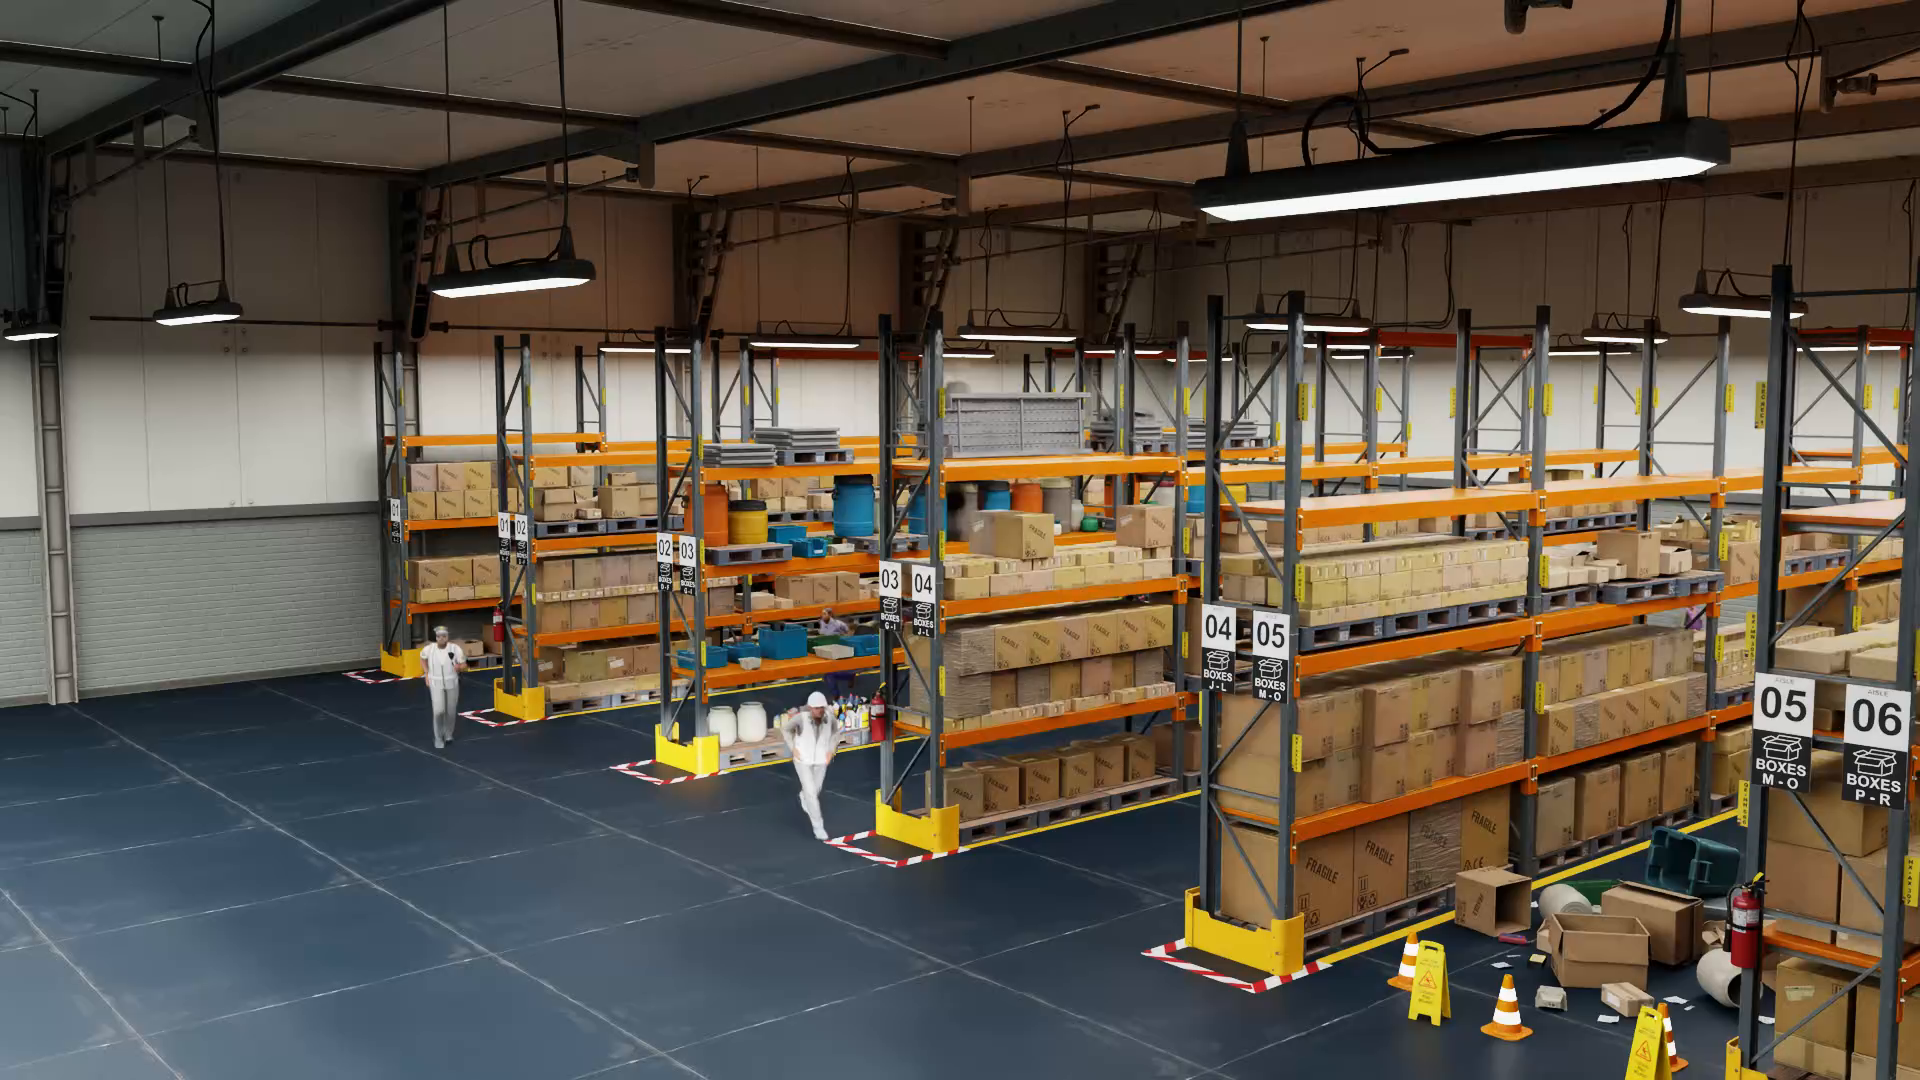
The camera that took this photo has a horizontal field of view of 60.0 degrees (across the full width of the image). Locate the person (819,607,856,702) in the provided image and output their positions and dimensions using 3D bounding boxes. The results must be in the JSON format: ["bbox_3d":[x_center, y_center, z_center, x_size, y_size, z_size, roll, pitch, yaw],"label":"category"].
[{"bbox_3d":[-2.052,1.879,27.621,0.561,1.594,0.713,5,7,41],"label":"person"}]

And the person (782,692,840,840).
[{"bbox_3d":[-1.753,2.574,19.397,0.678,1.730,1.009,-2,5,-16],"label":"person"}]

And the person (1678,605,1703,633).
[{"bbox_3d":[12.792,1.735,29.098,0.549,1.575,0.753,-2,5,-18],"label":"person"}]

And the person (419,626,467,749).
[{"bbox_3d":[-7.434,2.128,23.957,0.657,1.830,0.814,-2,5,-17],"label":"person"}]
